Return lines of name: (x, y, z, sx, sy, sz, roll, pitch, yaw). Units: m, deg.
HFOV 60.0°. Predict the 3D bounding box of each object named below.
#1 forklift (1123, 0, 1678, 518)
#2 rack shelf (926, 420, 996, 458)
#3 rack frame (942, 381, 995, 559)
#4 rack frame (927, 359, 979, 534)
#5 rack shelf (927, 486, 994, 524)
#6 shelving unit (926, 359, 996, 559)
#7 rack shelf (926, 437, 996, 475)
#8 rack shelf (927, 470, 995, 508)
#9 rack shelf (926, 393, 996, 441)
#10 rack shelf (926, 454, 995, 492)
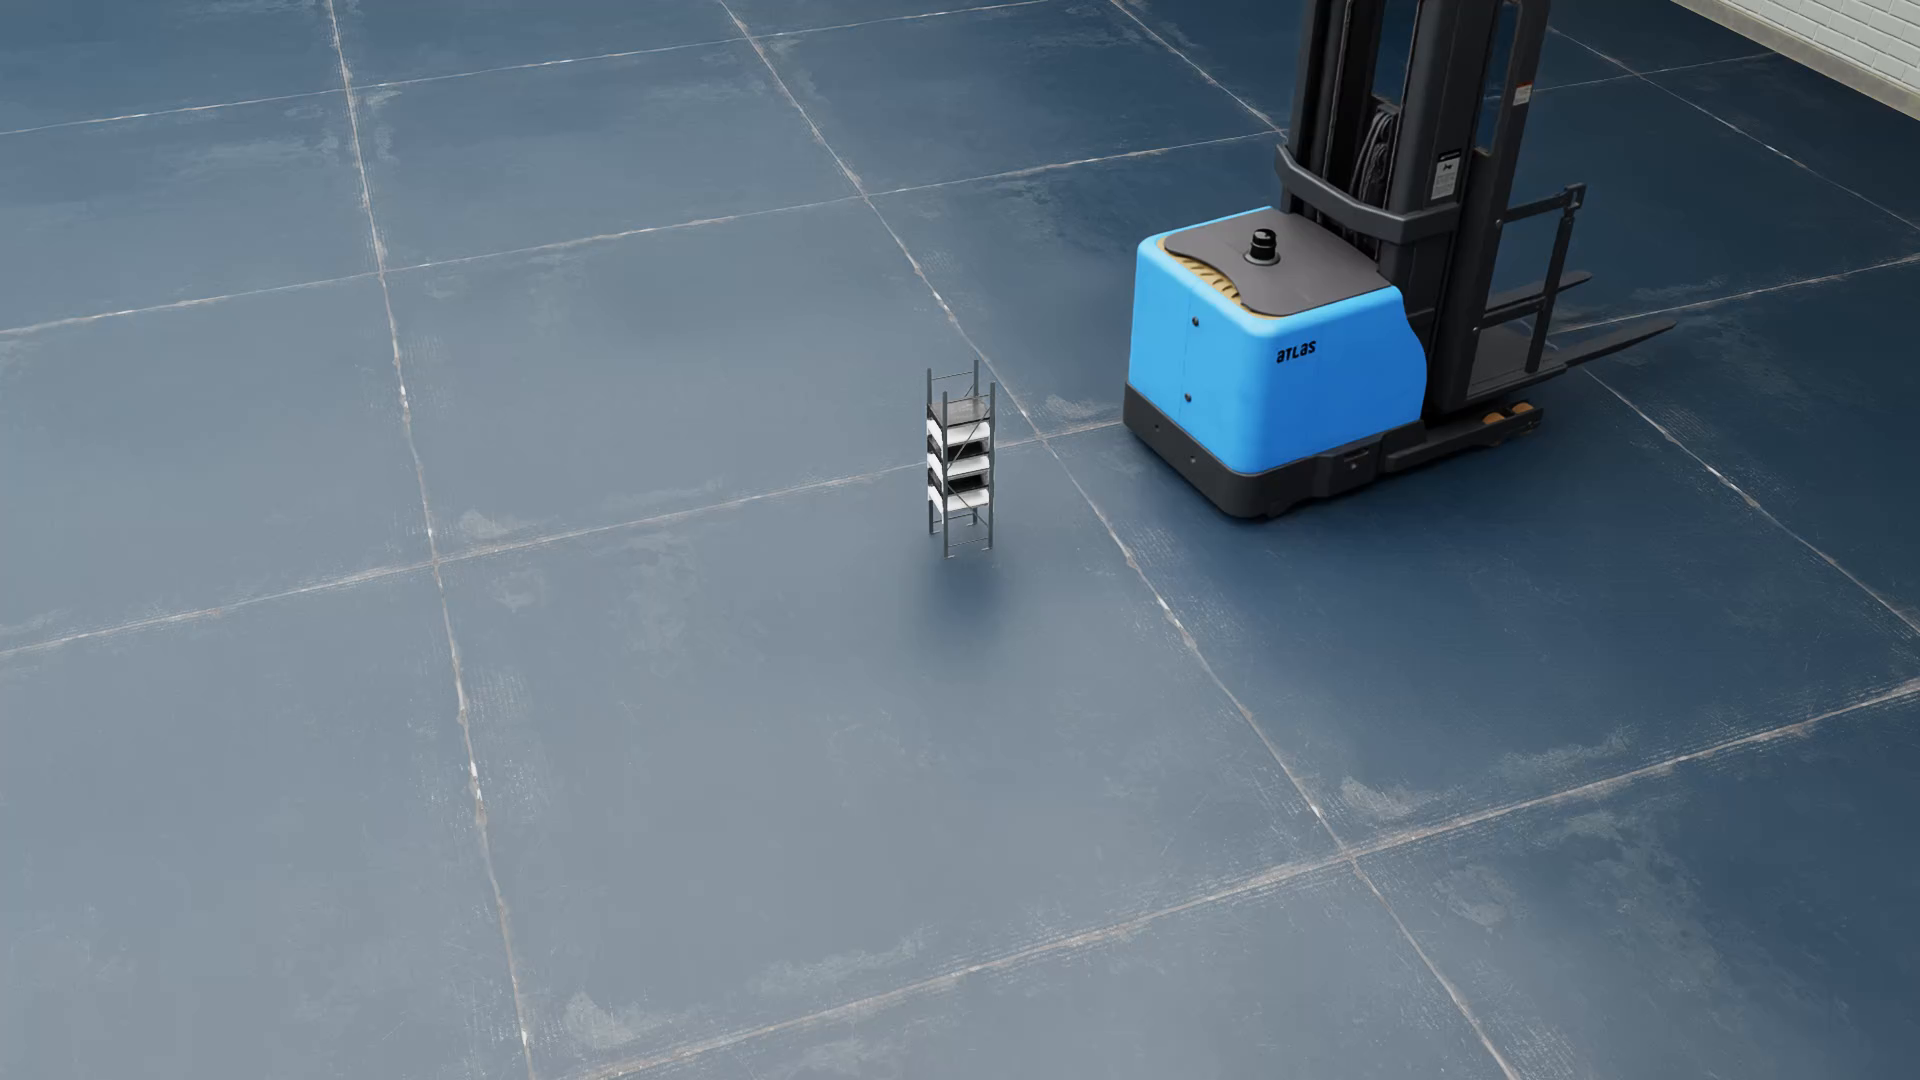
forklift: (2.369, -1.904, 7.842, 3.031, 2.935, 1.130, -18, 41, -22)
rack shelf: (0.003, -0.472, 7.385, 0.258, 0.077, 0.200, -12, 39, -16)
rack frame: (0.038, -0.297, 7.397, 0.240, 0.900, 0.006, -12, 39, -16)
rack frame: (-0.032, -0.412, 7.549, 0.240, 0.900, 0.006, -12, 39, -16)
rack shelf: (0.003, -0.184, 7.602, 0.258, 0.077, 0.200, -12, 39, -16)
shelving unit: (0.003, -0.355, 7.473, 0.258, 0.900, 0.210, -12, 39, -16)
rack shelf: (0.003, -0.400, 7.439, 0.258, 0.077, 0.200, -12, 39, -16)
rack shelf: (0.003, -0.256, 7.547, 0.258, 0.077, 0.200, -12, 39, -16)
rack shelf: (0.003, -0.544, 7.331, 0.258, 0.077, 0.200, -12, 39, -16)
rack shelf: (0.003, -0.328, 7.493, 0.258, 0.077, 0.200, -12, 39, -16)
